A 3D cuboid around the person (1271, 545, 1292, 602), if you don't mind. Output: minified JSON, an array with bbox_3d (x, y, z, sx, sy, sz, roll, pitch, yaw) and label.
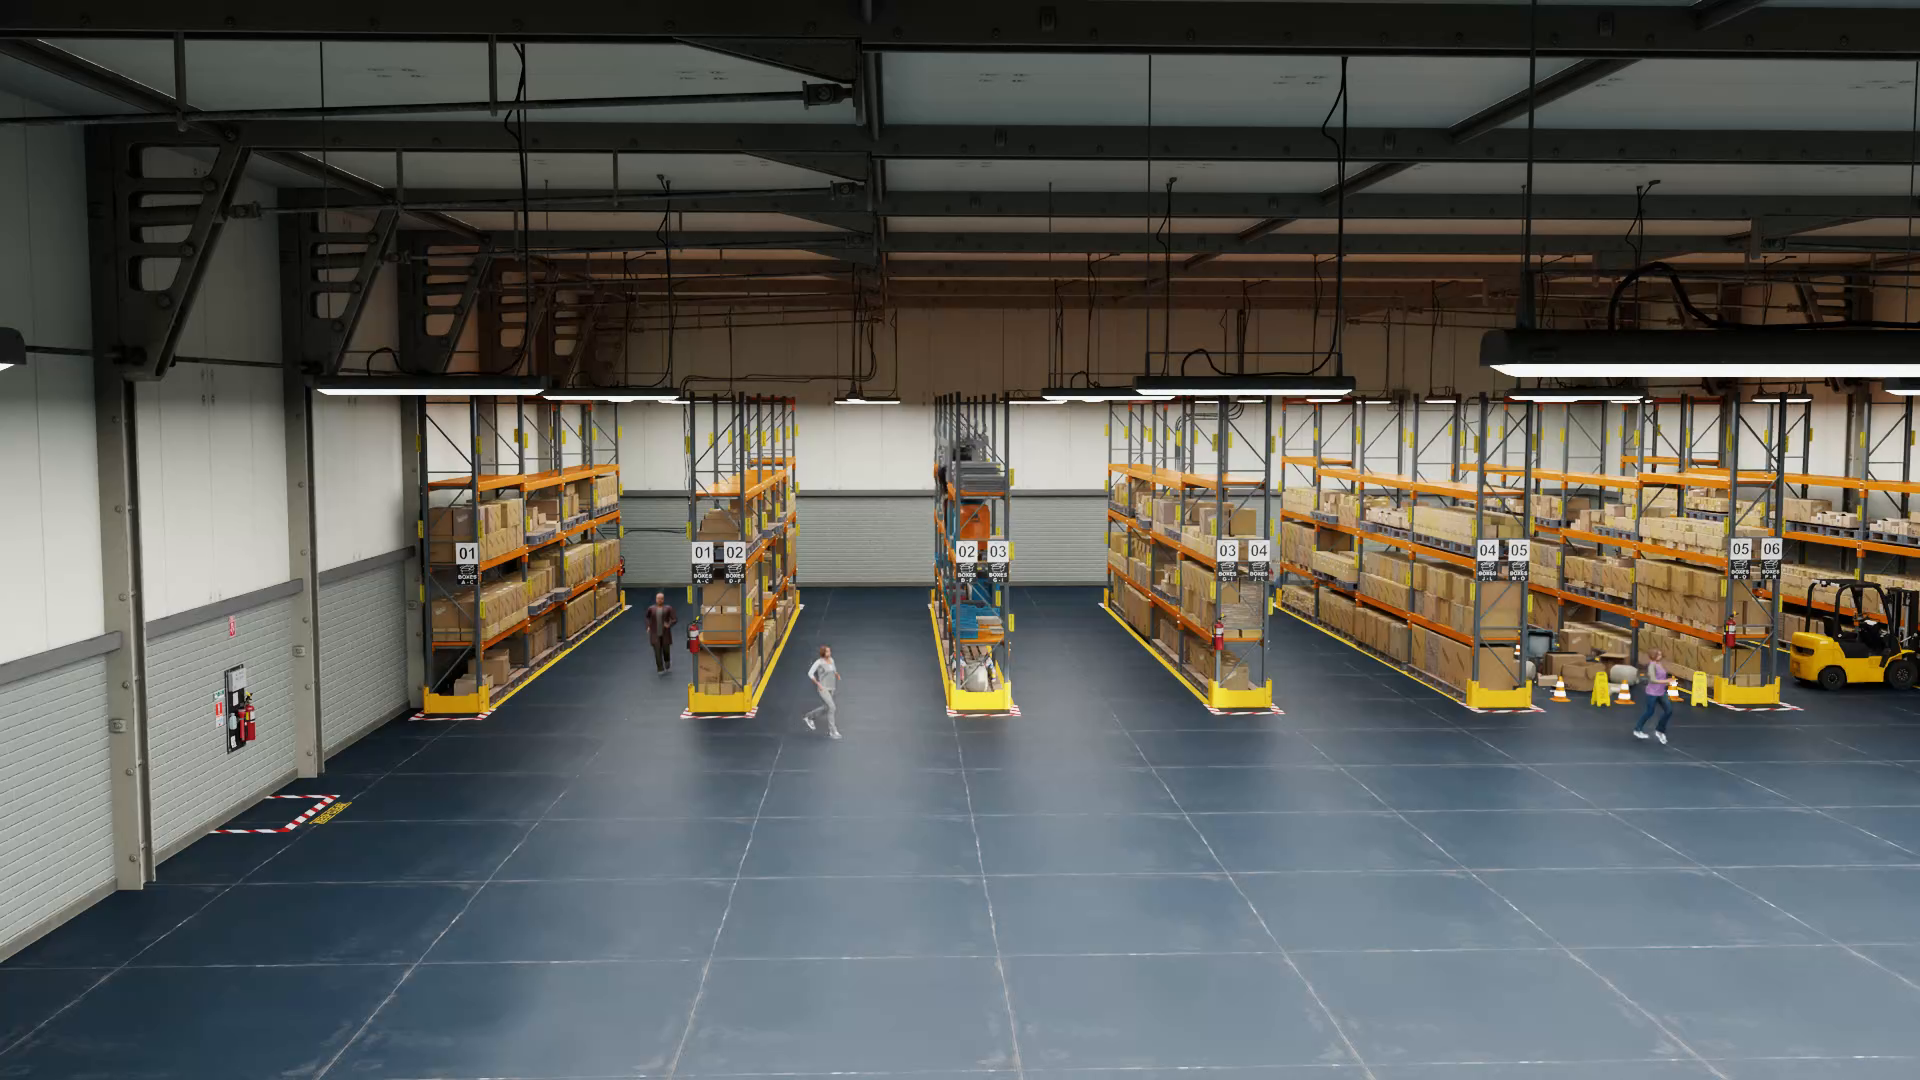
[{"bbox_3d":[9.579,0.935,48.984,0.826,1.802,0.712,0,5,2],"label":"person"}]

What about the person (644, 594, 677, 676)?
[{"bbox_3d":[-6.389,2.005,35.505,0.709,1.742,0.799,0,5,-4],"label":"person"}]

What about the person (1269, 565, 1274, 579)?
[{"bbox_3d":[8.109,1.291,44.657,0.646,1.751,0.893,0,5,6],"label":"person"}]

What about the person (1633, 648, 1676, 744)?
[{"bbox_3d":[11.857,2.655,28.347,0.507,1.634,0.693,-4,6,-40],"label":"person"}]

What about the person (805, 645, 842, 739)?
[{"bbox_3d":[-2.363,2.617,28.896,0.802,1.604,0.528,3,5,33],"label":"person"}]
